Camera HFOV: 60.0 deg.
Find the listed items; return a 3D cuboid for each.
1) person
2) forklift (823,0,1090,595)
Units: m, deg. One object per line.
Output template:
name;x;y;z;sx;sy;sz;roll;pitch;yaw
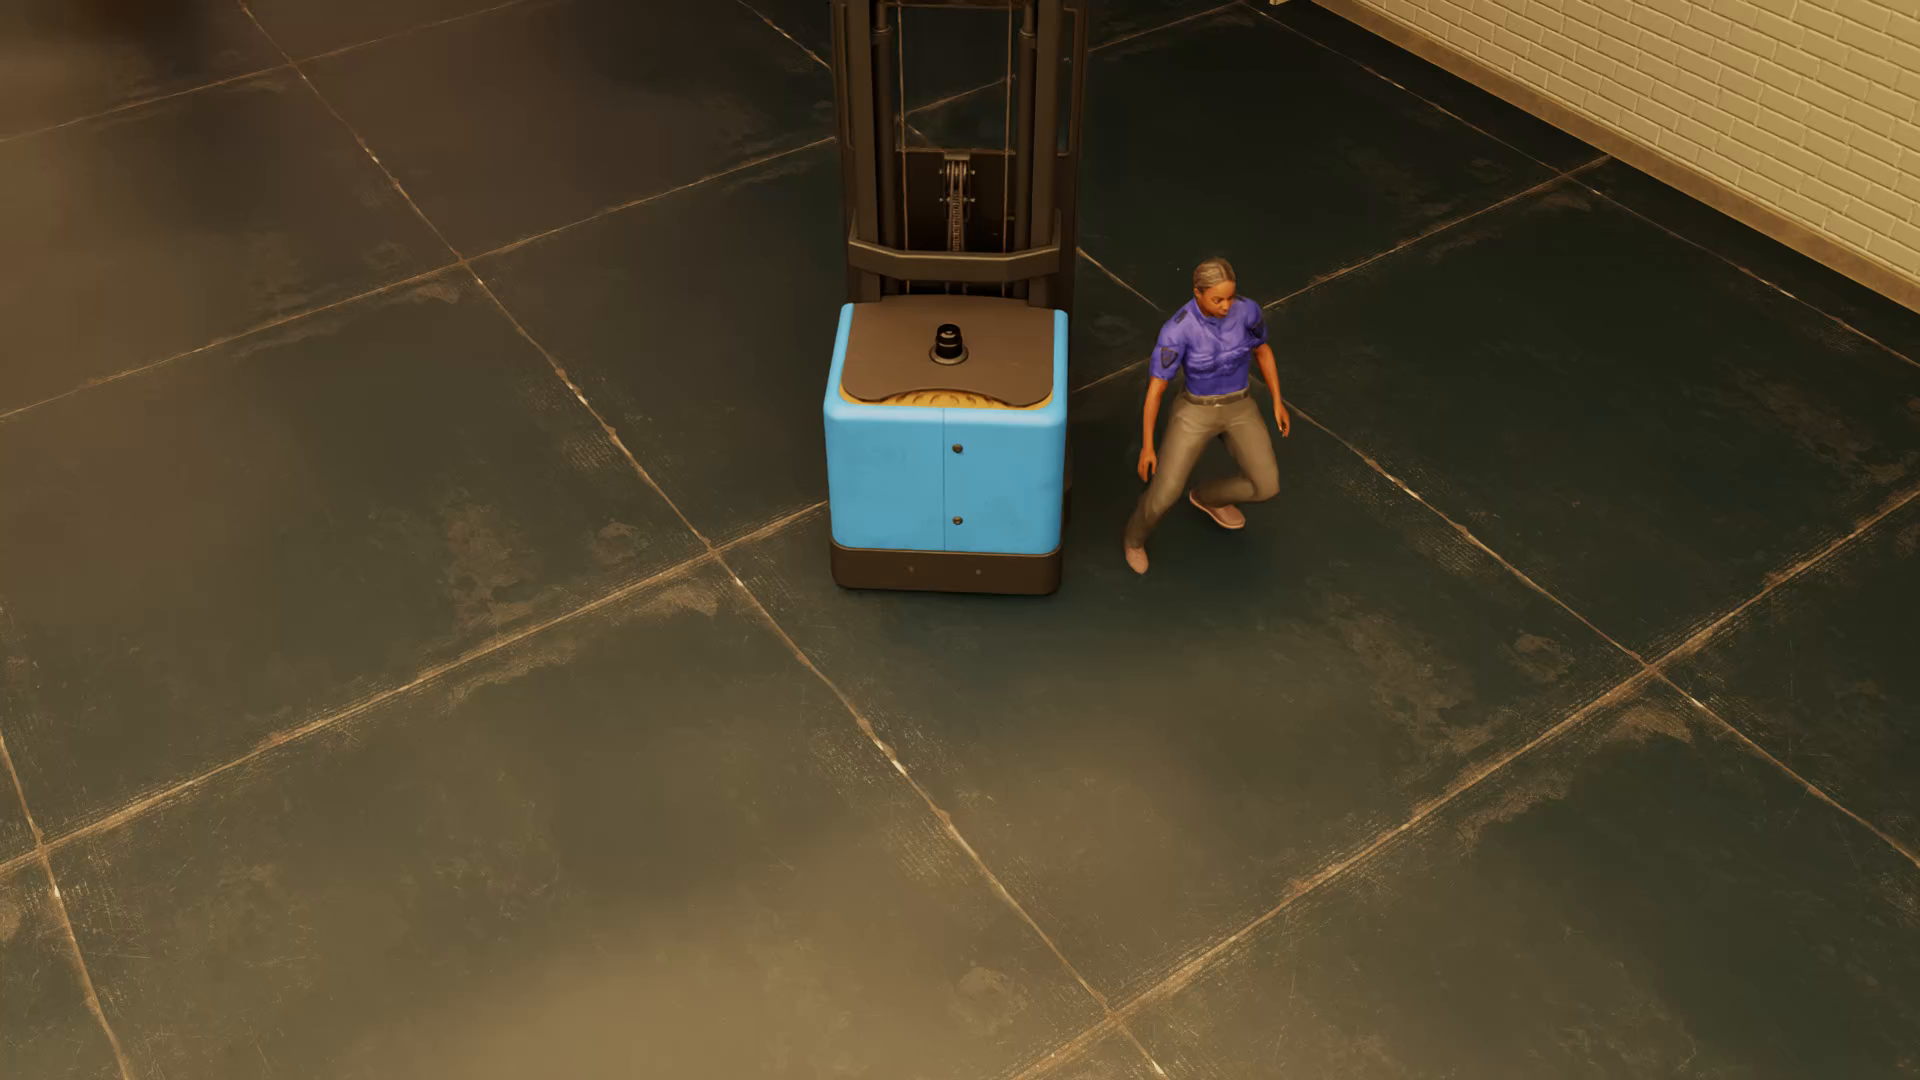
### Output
person;1.081;-0.519;7.343;0.736;1.589;0.481;-9;43;-9
forklift;0.013;-1.817;7.687;1.130;2.935;3.031;2;43;2
